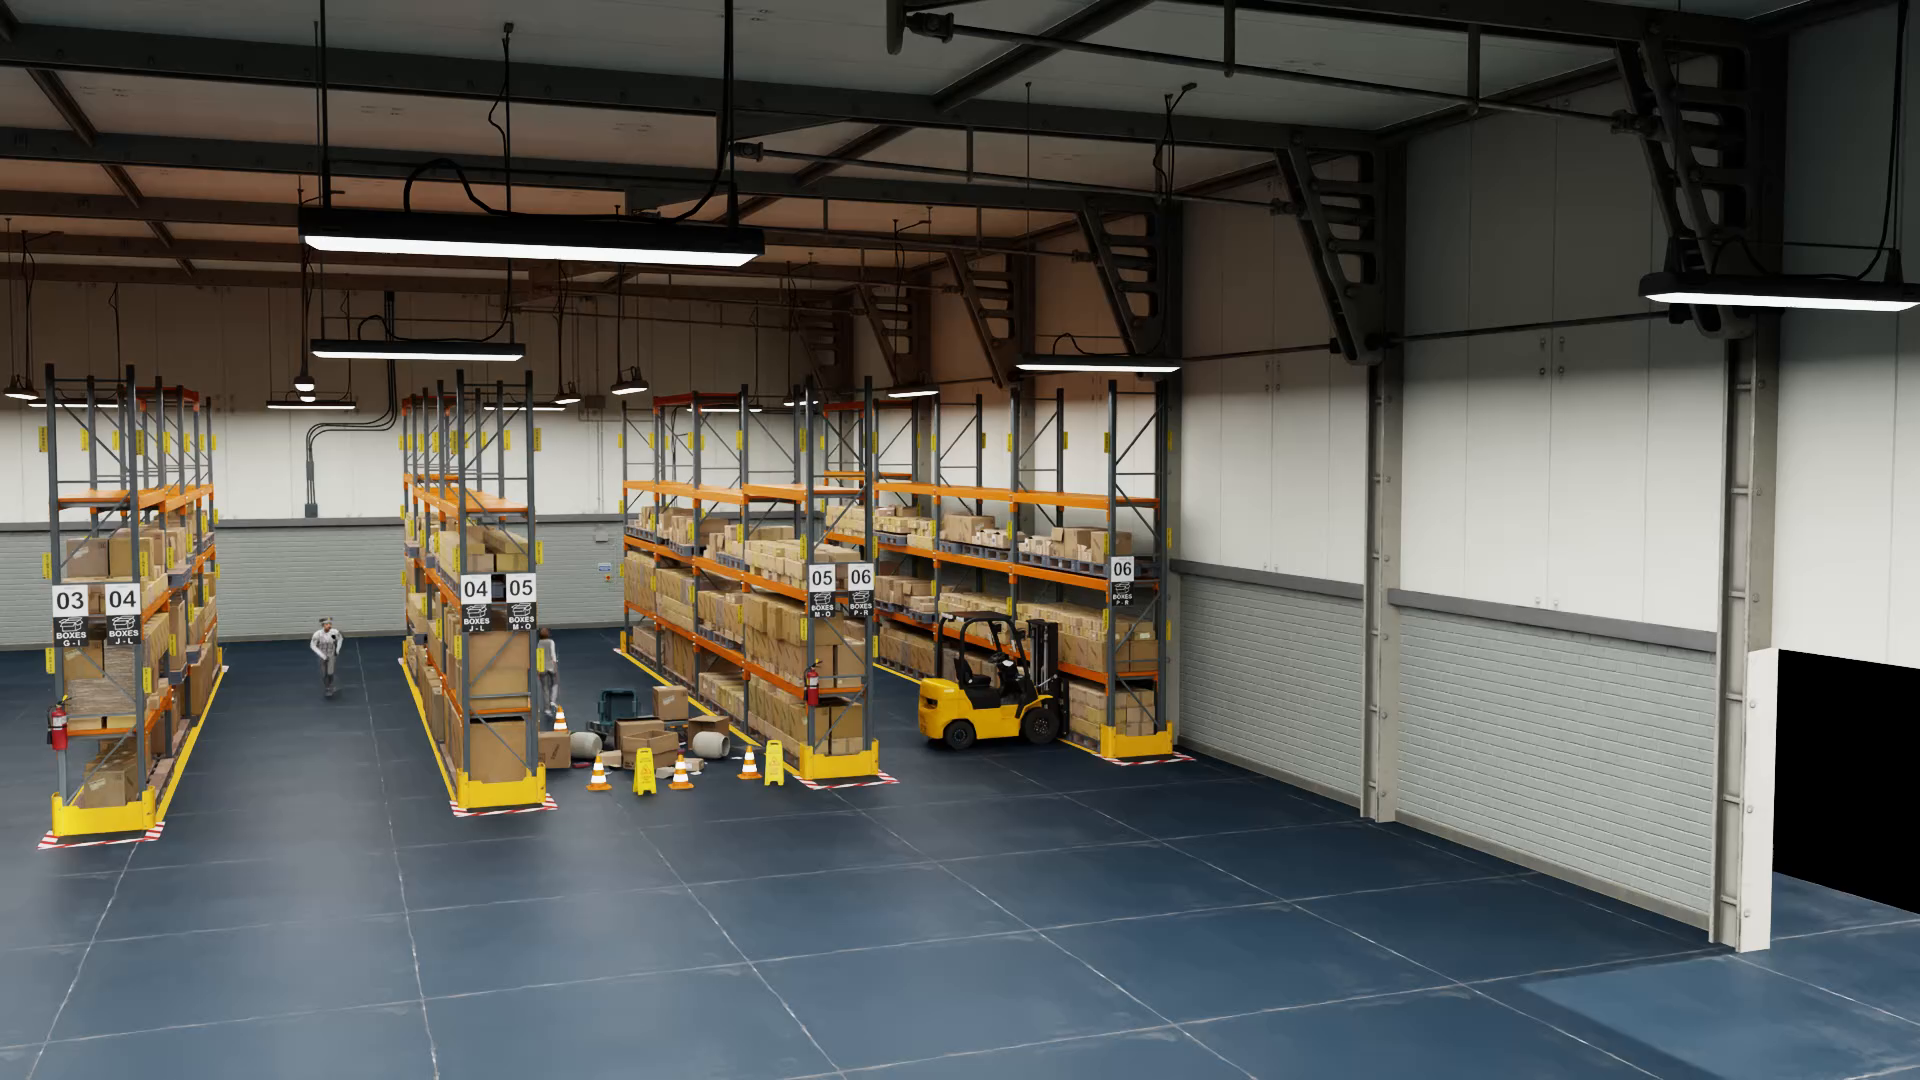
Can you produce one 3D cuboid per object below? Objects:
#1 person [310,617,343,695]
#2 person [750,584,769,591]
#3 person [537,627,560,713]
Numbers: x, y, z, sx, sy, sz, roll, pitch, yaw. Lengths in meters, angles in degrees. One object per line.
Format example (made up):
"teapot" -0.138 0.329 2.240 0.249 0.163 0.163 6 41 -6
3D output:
"person" -12.486 2.290 32.796 0.555 1.601 0.700 -1 3 -12
"person" -5.301 1.559 43.995 0.504 1.736 0.999 3 5 45
"person" -7.615 2.401 30.685 0.453 1.577 0.436 -1 3 -14
